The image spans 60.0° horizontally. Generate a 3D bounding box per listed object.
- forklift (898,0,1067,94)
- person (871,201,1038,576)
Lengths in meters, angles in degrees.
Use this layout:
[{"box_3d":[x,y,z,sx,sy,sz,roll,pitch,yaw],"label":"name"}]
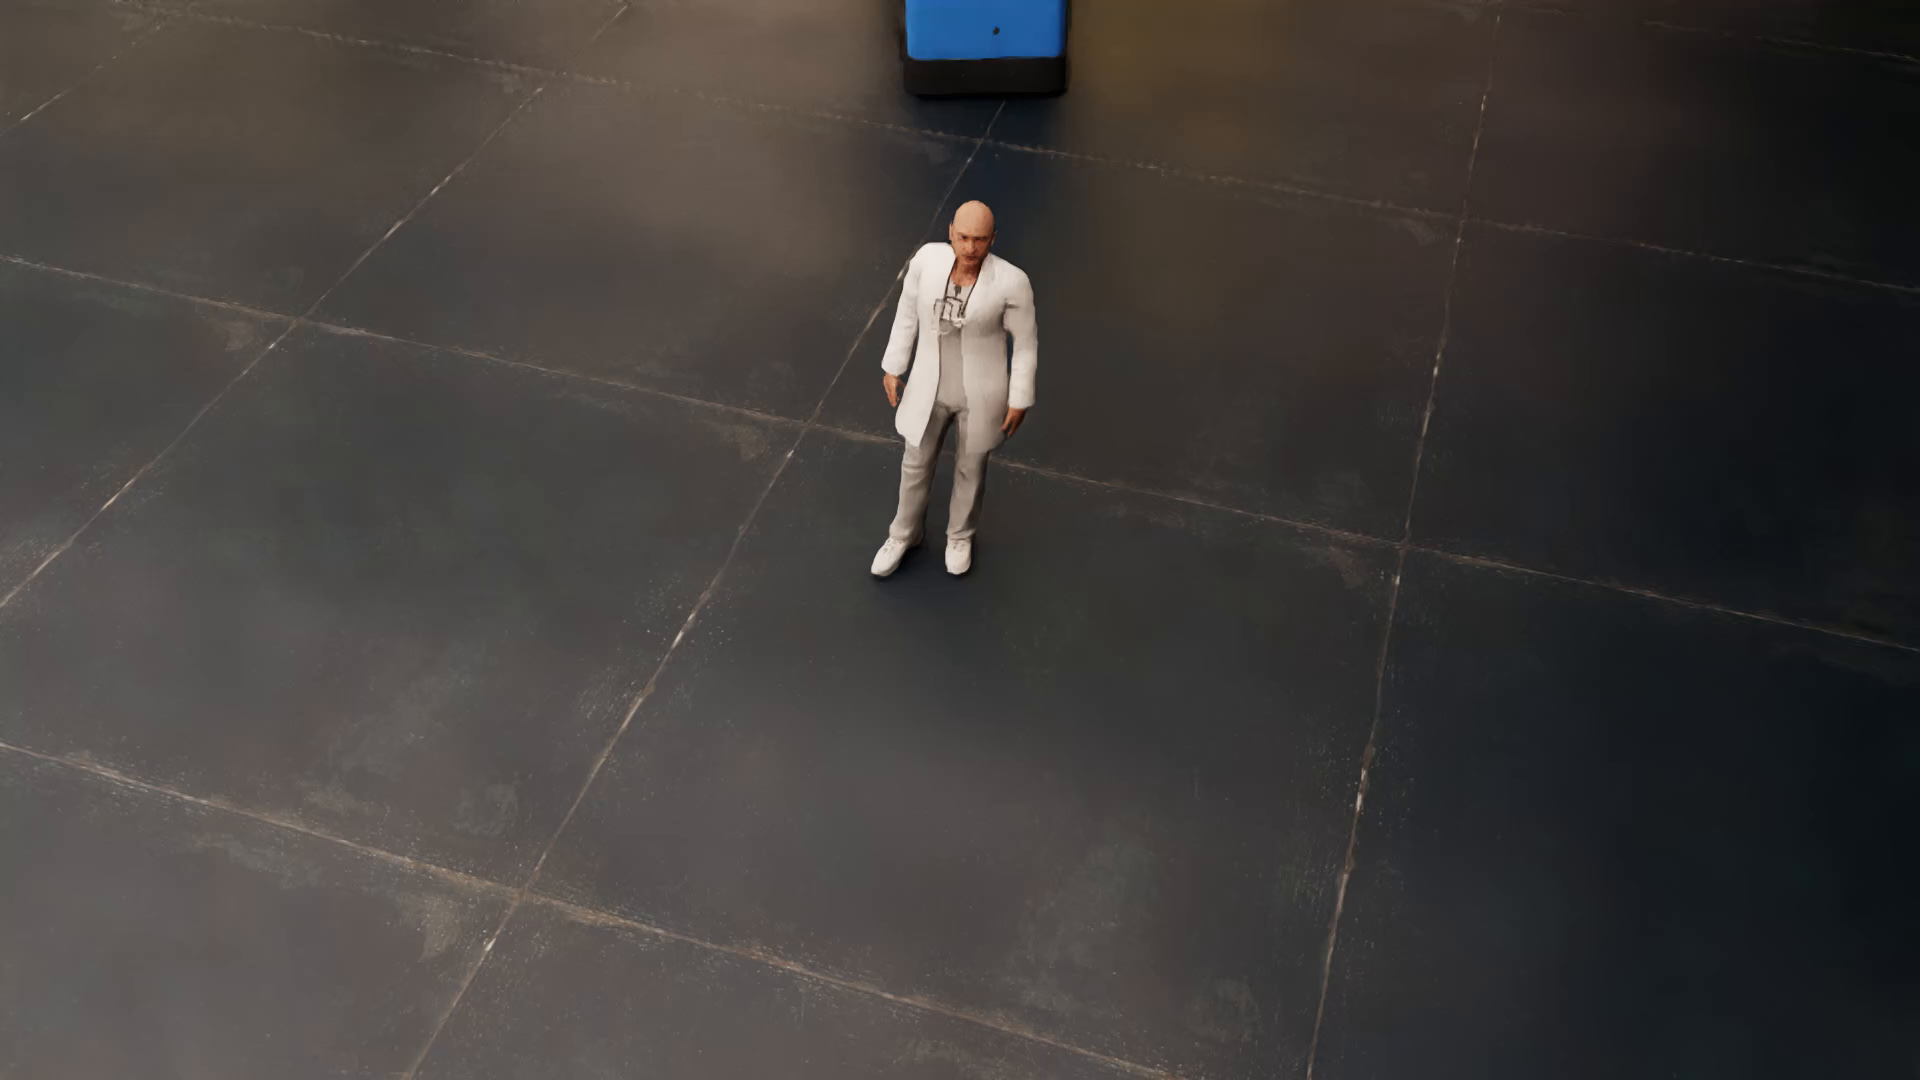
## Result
[{"box_3d":[0.111,-4.977,11.039,1.130,2.935,3.031,-2,43,-2],"label":"forklift"},{"box_3d":[-0.032,-0.598,7.168,0.694,1.776,0.579,12,44,13],"label":"person"}]
